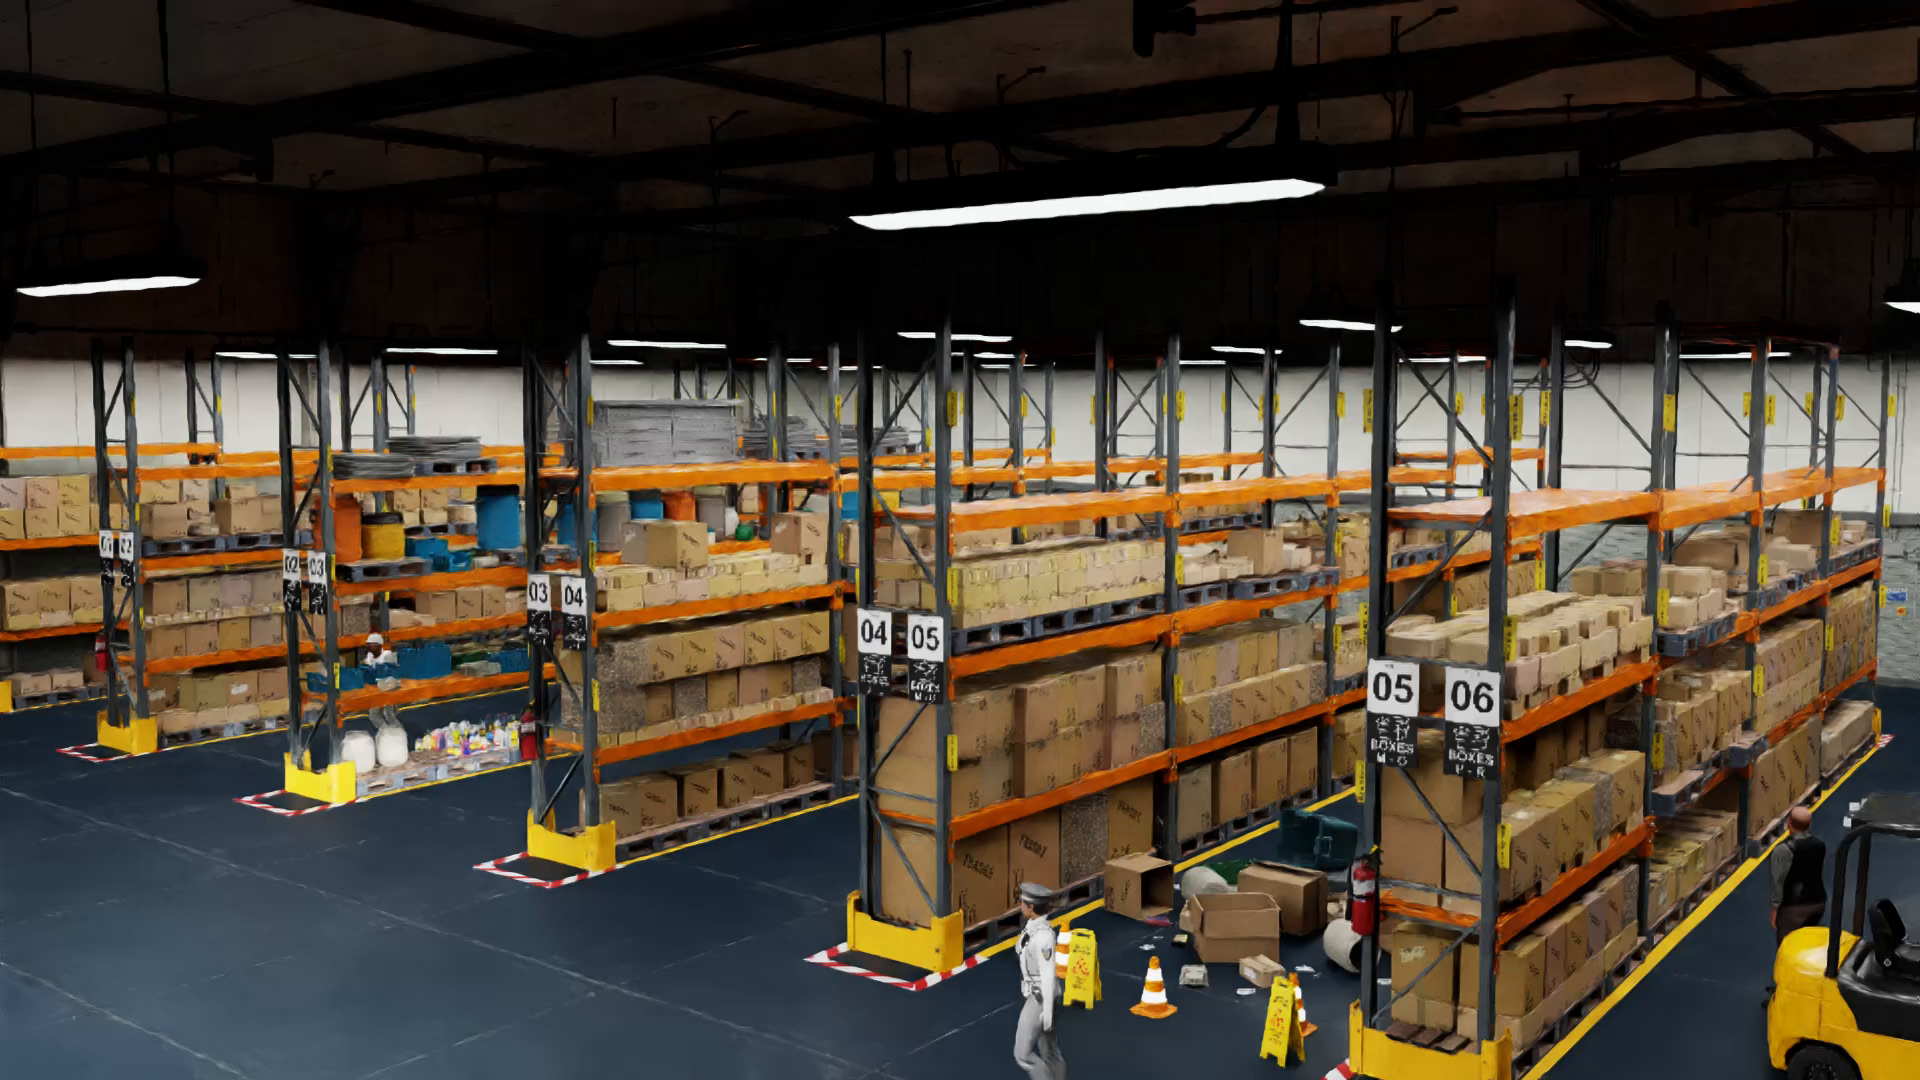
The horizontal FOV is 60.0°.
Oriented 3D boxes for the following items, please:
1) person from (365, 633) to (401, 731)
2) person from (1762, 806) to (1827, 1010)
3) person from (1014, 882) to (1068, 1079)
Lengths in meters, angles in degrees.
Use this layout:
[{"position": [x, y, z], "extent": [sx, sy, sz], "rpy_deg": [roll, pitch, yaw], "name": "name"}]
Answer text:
[{"position": [-8.401, 2.201, 24.215], "extent": [0.702, 1.735, 0.549], "rpy_deg": [4, 6, 35], "name": "person"}, {"position": [6.986, 3.077, 13.992], "extent": [0.578, 1.725, 0.494], "rpy_deg": [-2, 5, -22], "name": "person"}, {"position": [0.585, 3.296, 11.913], "extent": [0.412, 1.658, 0.576], "rpy_deg": [0, 5, 0], "name": "person"}]
